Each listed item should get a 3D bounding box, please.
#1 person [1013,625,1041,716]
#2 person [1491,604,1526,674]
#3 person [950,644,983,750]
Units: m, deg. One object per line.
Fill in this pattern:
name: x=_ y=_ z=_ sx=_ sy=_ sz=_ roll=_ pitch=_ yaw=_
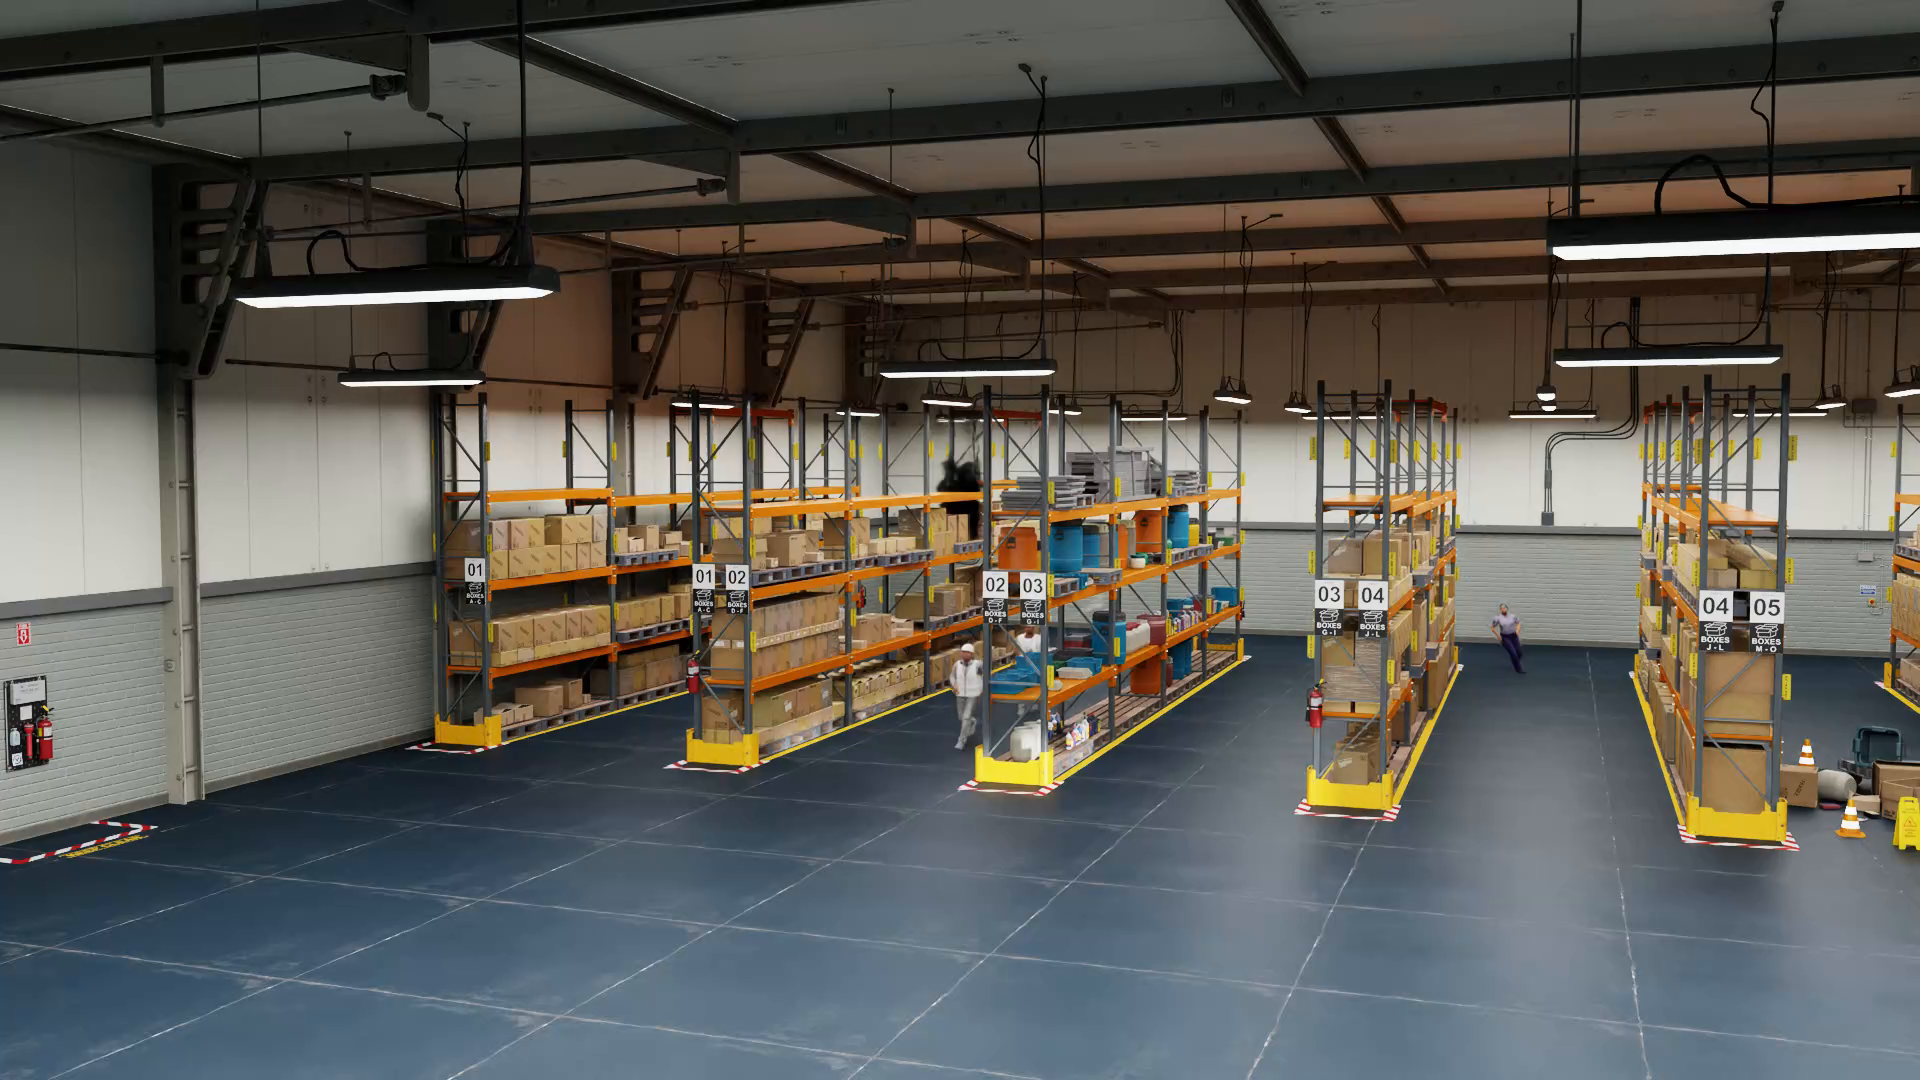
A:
person: x=1.316 y=2.429 z=31.739 sx=0.678 sy=1.828 sz=0.772 roll=1 pitch=3 yaw=16
person: x=12.433 y=2.220 z=37.658 sx=0.765 sy=1.562 sz=0.641 roll=0 pitch=3 yaw=1
person: x=0.150 y=2.630 z=28.255 sx=0.683 sy=1.766 sz=0.913 roll=1 pitch=3 yaw=19
